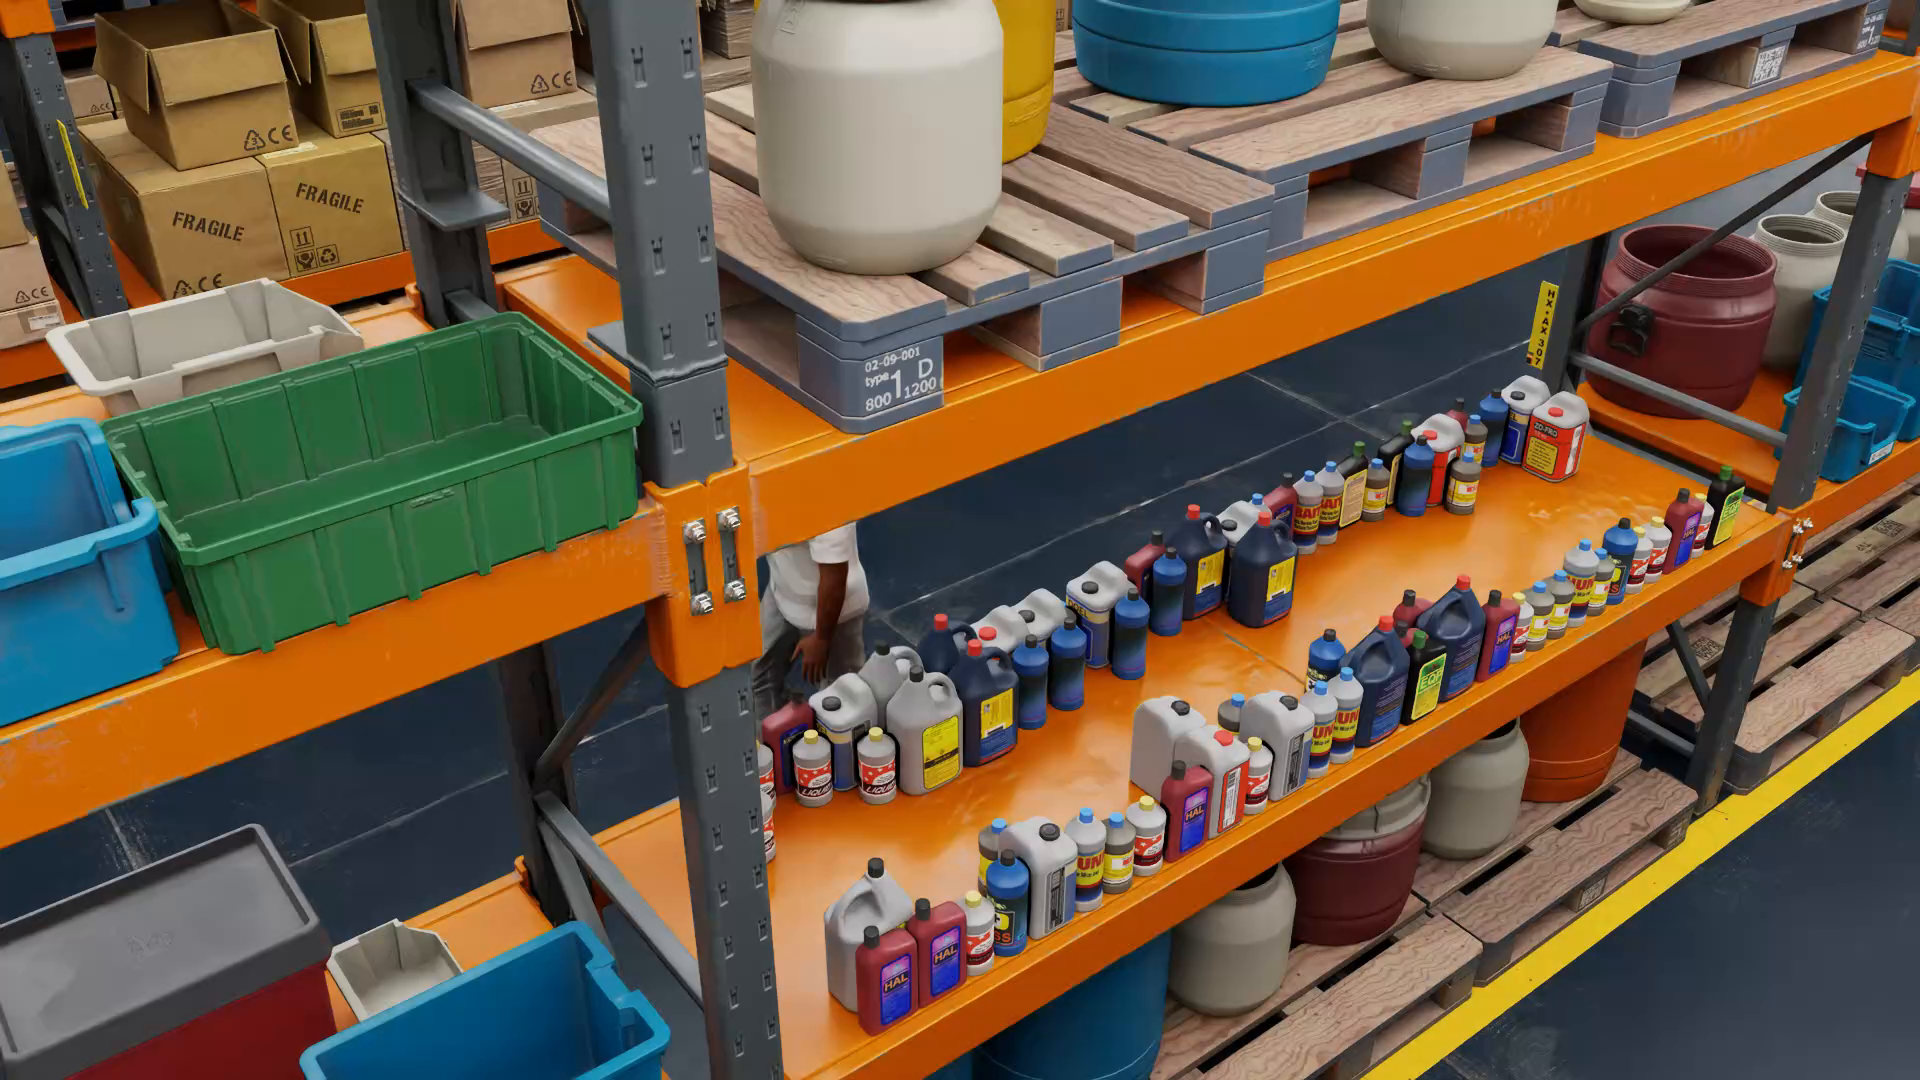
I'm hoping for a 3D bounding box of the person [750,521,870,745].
[{"bbox_3d":[-0.464,0.189,5.818,0.983,1.734,0.573,-12,34,-18],"label":"person"}]
